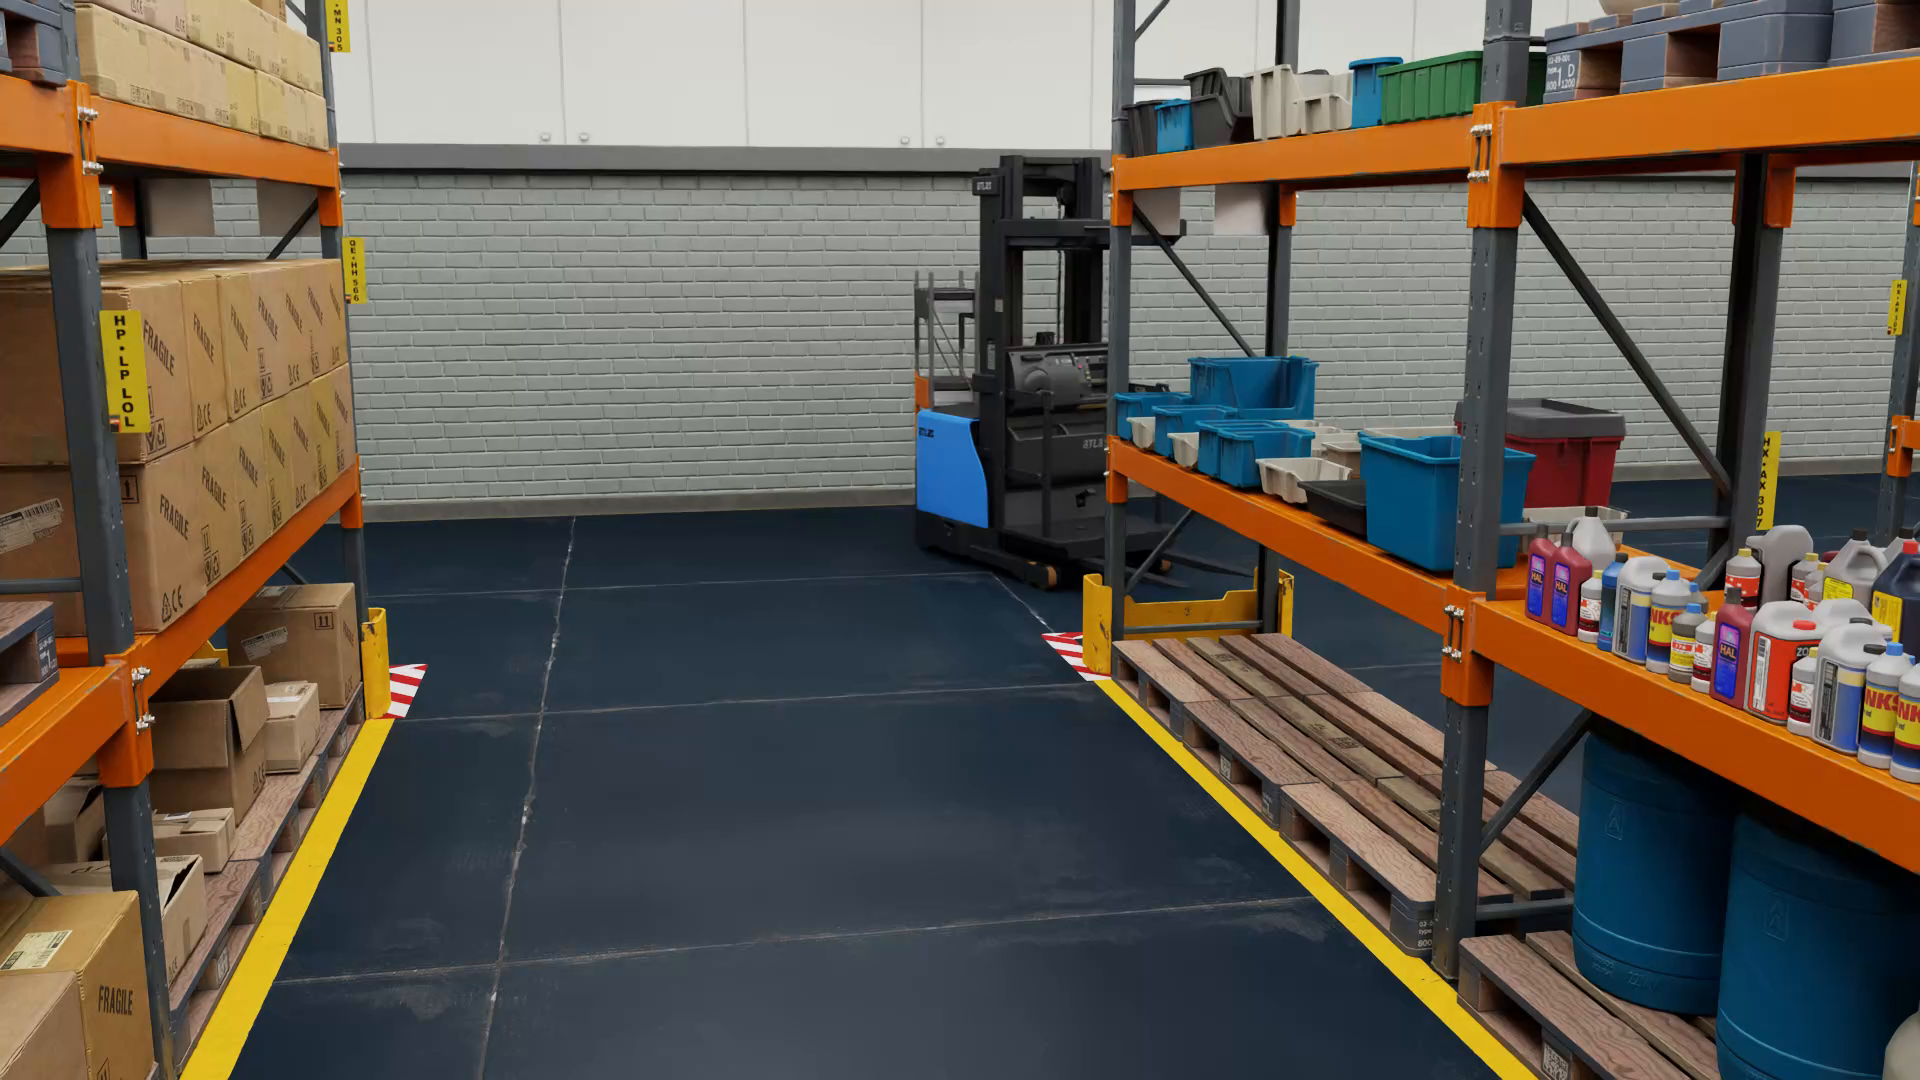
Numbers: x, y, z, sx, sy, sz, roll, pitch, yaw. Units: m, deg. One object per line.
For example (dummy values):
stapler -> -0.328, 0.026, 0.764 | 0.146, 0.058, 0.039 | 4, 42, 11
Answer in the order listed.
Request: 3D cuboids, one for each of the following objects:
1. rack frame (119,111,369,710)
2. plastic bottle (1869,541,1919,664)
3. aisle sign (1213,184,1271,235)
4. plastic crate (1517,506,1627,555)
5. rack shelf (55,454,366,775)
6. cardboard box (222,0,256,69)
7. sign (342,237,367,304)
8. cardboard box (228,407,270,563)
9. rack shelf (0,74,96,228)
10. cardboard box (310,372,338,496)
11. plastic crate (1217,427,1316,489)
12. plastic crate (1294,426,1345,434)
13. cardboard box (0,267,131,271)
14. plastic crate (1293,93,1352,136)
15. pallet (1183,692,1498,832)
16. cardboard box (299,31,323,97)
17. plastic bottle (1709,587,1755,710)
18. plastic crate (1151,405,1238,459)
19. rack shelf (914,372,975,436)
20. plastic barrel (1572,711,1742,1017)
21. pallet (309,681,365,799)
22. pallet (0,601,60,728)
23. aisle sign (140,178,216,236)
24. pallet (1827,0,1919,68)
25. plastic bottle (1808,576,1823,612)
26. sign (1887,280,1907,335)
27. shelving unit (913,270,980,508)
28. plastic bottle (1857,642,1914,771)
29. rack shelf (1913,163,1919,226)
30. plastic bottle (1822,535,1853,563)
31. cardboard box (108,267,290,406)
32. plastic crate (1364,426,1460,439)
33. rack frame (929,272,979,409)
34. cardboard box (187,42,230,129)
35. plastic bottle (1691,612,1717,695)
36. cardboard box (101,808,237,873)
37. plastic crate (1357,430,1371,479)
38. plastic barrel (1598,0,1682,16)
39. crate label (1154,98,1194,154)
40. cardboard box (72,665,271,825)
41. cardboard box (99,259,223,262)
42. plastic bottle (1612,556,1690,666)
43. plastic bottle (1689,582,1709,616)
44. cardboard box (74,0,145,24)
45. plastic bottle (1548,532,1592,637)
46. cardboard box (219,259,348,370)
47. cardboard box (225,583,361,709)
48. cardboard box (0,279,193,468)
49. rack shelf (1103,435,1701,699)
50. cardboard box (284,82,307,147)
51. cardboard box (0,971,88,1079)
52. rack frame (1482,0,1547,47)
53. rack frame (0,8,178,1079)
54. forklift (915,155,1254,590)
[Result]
rack frame -> -3.546, -0.592, 8.284 | 1.000, 3.000, 0.127 | -2, 11, -11
plastic bottle -> 2.486, 0.182, 4.349 | 0.144, 0.351, 0.185 | -2, 11, -11
aisle sign -> 1.587, -2.072, 9.110 | 0.394, 0.787, 0.004 | -2, 11, -11
plastic crate -> 2.142, -0.028, 5.868 | 0.396, 0.136, 0.243 | -2, 11, -11
rack shelf -> -3.157, 0.128, 6.425 | 1.077, 0.370, 4.000 | -2, 11, -11
cardboard box -> -2.901, -1.878, 6.080 | 0.500, 0.250, 0.500 | -2, 11, -11
sign -> -2.997, -1.333, 8.233 | 0.100, 0.325, 0.005 | -2, 11, -11
cardboard box -> -2.797, -0.197, 5.939 | 0.500, 0.500, 0.500 | -2, 11, -11
rack shelf -> -2.379, -0.612, 2.290 | 1.077, 0.370, 4.000 | -2, 11, -11
cardboard box -> -3.087, -0.474, 7.396 | 0.500, 0.500, 0.500 | -2, 11, -11
plastic crate -> 1.353, -0.365, 7.379 | 0.416, 0.233, 0.300 | -2, 11, -11
plastic crate -> 1.692, -0.475, 8.213 | 0.396, 0.136, 0.243 | -2, 11, -11
cardboard box -> -3.417, -0.761, 6.229 | 0.500, 0.500, 0.500 | -2, 11, -12
plastic crate -> 1.471, -1.601, 6.270 | 0.293, 0.136, 0.466 | -2, 11, -11
pallet -> 1.670, 0.974, 7.513 | 1.003, 0.211, 1.213 | -2, 11, -11
cardboard box -> -3.196, -2.153, 7.525 | 0.500, 0.250, 0.500 | -2, 11, -11
plastic bottle -> 1.917, 0.265, 4.093 | 0.061, 0.283, 0.133 | -2, 11, -11
plastic crate -> 1.167, -0.541, 8.302 | 0.416, 0.233, 0.300 | -2, 11, -11
rack shelf -> -0.106, -1.065, 13.247 | 0.431, 0.518, 0.480 | -3, 11, -14
plastic barrel -> 2.181, 0.887, 5.002 | 0.600, 0.901, 0.708 | -2, 11, -11
pallet -> -3.375, 0.938, 7.704 | 1.003, 0.211, 1.213 | -2, 11, -11
pallet -> -2.719, 0.386, 3.657 | 1.003, 0.211, 1.213 | -2, 11, -11
aisle sign -> -3.847, -1.871, 8.051 | 0.394, 0.787, 0.004 | -2, 11, -11
pallet -> 2.564, -1.070, 3.281 | 1.003, 0.211, 1.213 | -2, 11, -11
plastic bottle -> 2.438, 0.195, 4.680 | 0.097, 0.201, 0.097 | 0, 11, 0
sign -> 5.627, -1.397, 9.985 | 0.100, 0.325, 0.005 | -2, 11, -11
shelving unit -> -0.106, -1.078, 13.245 | 0.431, 2.100, 0.503 | -3, 11, -14
plastic bottle -> 2.029, 0.359, 3.633 | 0.097, 0.271, 0.097 | 0, 11, 0
rack shelf -> 6.561, -1.705, 8.033 | 1.077, 0.370, 4.000 | -2, 11, -11
plastic bottle -> 2.575, 0.121, 4.852 | 0.061, 0.283, 0.133 | -2, 11, -11
cardboard box -> -2.885, -0.779, 6.325 | 0.500, 0.500, 0.500 | -2, 11, -9
plastic crate -> 1.976, -0.296, 6.885 | 0.437, 0.282, 0.530 | -2, 11, -11
rack frame -> -0.045, -1.034, 13.013 | 0.400, 2.100, 0.015 | -3, 11, -14
cardboard box -> -2.809, -1.540, 5.644 | 0.500, 0.250, 0.500 | -2, 11, -11
plastic bottle -> 1.913, 0.284, 4.215 | 0.097, 0.201, 0.097 | 0, 11, 0
cardboard box -> -2.815, 1.074, 5.931 | 0.380, 0.166, 0.250 | -2, 11, -11
plastic crate -> 1.965, -0.351, 7.307 | 0.416, 0.233, 0.300 | -2, 11, -11
plastic barrel -> 1.948, -1.679, 4.485 | 0.433, 0.535, 0.433 | 0, 11, 0
crate label -> 1.176, -1.991, 8.010 | 0.408, 0.251, 0.502 | -2, 11, -11
cardboard box -> -3.138, 0.807, 6.432 | 0.797, 0.503, 0.637 | -2, 11, -11
cardboard box -> -3.718, -1.041, 7.704 | 0.500, 0.500, 0.500 | -2, 11, -9
plastic bottle -> 1.879, 0.189, 4.513 | 0.152, 0.276, 0.135 | -2, 11, -11
plastic bottle -> 1.998, 0.218, 4.562 | 0.097, 0.201, 0.097 | 0, 11, 0
cardboard box -> -2.619, -1.602, 4.633 | 0.500, 0.250, 0.500 | -2, 11, -11
plastic bottle -> 1.771, 0.127, 4.820 | 0.061, 0.283, 0.133 | -2, 11, -11
cardboard box -> -3.189, -1.061, 7.805 | 0.500, 0.500, 0.500 | -2, 11, -12
cardboard box -> -3.198, 0.511, 8.000 | 0.500, 0.500, 0.500 | -2, 11, -11
cardboard box -> -2.583, -0.495, 4.835 | 0.500, 0.500, 0.500 | -2, 11, -10
rack shelf -> 1.703, -0.051, 7.367 | 1.077, 0.370, 4.000 | -2, 11, -11
cardboard box -> -3.101, -1.815, 7.089 | 0.500, 0.250, 0.500 | -2, 11, -11
cardboard box -> -2.303, 1.325, 3.724 | 0.500, 0.500, 0.500 | -2, 11, -11
rack frame -> 2.092, -2.985, 4.812 | 1.000, 3.000, 0.127 | -2, 11, -11
rack frame -> -2.768, 0.142, 4.430 | 1.000, 3.000, 0.127 | -2, 11, -11
forklift -> 0.865, -1.197, 11.645 | 1.130, 2.935, 3.031 | -7, 13, -32
